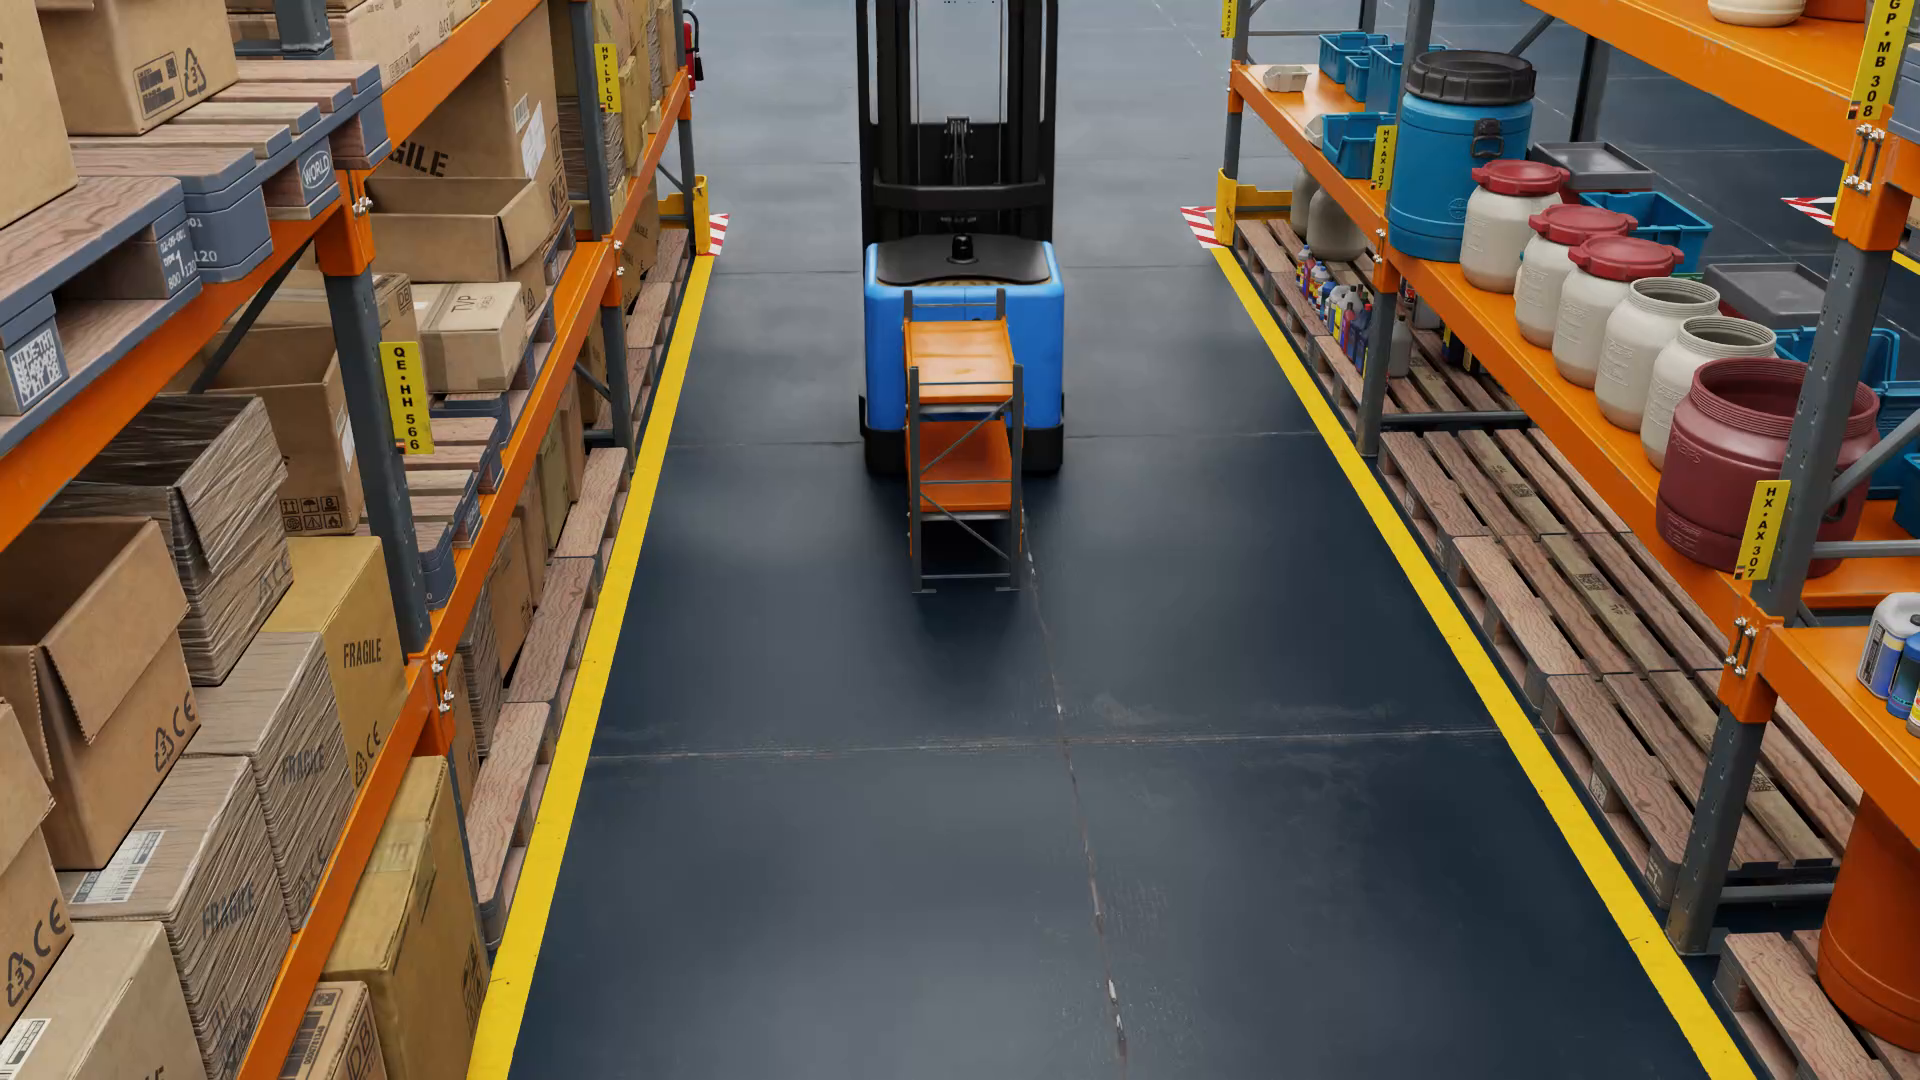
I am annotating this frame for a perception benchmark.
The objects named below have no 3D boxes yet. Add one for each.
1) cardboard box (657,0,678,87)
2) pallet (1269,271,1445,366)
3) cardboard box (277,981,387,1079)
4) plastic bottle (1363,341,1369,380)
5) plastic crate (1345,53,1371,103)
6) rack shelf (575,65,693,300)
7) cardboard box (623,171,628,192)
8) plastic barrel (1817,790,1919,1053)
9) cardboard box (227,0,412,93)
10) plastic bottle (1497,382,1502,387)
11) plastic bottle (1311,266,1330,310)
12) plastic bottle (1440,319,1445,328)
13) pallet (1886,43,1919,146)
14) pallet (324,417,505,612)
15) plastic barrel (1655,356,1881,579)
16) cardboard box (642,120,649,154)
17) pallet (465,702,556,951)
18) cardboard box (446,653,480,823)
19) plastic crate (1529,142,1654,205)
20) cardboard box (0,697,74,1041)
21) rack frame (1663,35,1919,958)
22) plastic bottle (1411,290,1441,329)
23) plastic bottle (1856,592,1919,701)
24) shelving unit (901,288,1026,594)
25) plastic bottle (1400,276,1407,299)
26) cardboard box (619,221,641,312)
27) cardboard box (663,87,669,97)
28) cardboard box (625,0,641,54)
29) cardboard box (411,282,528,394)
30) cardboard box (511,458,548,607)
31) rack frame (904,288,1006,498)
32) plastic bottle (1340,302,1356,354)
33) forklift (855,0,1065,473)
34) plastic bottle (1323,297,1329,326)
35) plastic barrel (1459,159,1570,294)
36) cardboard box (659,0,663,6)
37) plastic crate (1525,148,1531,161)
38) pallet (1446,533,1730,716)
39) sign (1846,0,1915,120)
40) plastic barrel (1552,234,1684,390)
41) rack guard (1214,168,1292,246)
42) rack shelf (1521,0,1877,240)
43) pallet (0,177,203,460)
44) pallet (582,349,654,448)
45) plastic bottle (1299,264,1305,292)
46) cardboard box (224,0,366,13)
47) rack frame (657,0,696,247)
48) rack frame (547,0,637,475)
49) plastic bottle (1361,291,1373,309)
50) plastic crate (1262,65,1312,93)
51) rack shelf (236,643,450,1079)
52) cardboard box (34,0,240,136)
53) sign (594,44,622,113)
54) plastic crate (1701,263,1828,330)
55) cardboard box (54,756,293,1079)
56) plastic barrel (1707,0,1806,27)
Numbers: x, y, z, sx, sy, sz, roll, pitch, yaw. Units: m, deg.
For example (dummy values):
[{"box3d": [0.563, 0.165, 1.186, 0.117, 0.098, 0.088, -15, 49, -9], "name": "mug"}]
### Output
[{"box3d": [-2.314, -3.239, 10.787, 0.875, 0.500, 0.500, -1, 28, -3], "name": "cardboard box"}, {"box3d": [2.634, -1.458, 10.816, 1.003, 0.211, 1.213, -1, 28, -3], "name": "pallet"}, {"box3d": [-1.989, 1.636, 3.714, 1.225, 0.875, 0.875, -1, 28, -2], "name": "cardboard box"}, {"box3d": [2.339, -1.023, 9.429, 0.061, 0.283, 0.133, 0, 28, 0], "name": "plastic bottle"}, {"box3d": [2.838, -3.075, 11.064, 0.499, 0.251, 0.408, -1, 28, -3], "name": "plastic crate"}, {"box3d": [-2.357, -2.303, 10.200, 1.077, 0.370, 4.000, -1, 28, -3], "name": "rack shelf"}, {"box3d": [-2.004, -1.924, 8.967, 0.380, 0.149, 0.250, -1, 28, -3], "name": "cardboard box"}, {"box3d": [2.945, 1.031, 4.923, 0.600, 0.830, 0.708, -1, 28, -3], "name": "plastic barrel"}, {"box3d": [-1.814, -1.338, 4.490, 0.500, 0.250, 0.500, -1, 28, -2], "name": "cardboard box"}, {"box3d": [3.110, -0.977, 9.430, 0.097, 0.201, 0.097, 0, 28, 0], "name": "plastic bottle"}, {"box3d": [2.292, -1.601, 10.551, 0.097, 0.271, 0.097, 0, 28, 0], "name": "plastic bottle"}, {"box3d": [3.034, -1.505, 10.281, 0.144, 0.351, 0.185, -2, 28, -3], "name": "plastic bottle"}, {"box3d": [2.845, -0.861, 3.619, 1.003, 0.211, 1.213, -1, 28, -3], "name": "pallet"}, {"box3d": [-2.187, -0.093, 5.392, 1.213, 0.211, 1.003, -1, 28, -3], "name": "pallet"}, {"box3d": [2.576, -0.238, 5.316, 0.600, 0.536, 0.708, -1, 28, -3], "name": "plastic barrel"}, {"box3d": [-2.055, -2.386, 9.853, 0.380, 0.149, 0.250, -1, 28, -3], "name": "cardboard box"}, {"box3d": [-2.083, 1.024, 6.058, 1.003, 0.211, 1.213, -1, 28, -3], "name": "pallet"}, {"box3d": [-2.098, 0.753, 5.790, 0.700, 0.500, 0.500, -3, 28, -5], "name": "cardboard box"}, {"box3d": [3.025, -1.630, 8.063, 0.402, 0.464, 0.583, -1, 28, -3], "name": "plastic crate"}, {"box3d": [-1.948, 0.608, 2.647, 0.797, 0.503, 0.637, -1, 28, -1], "name": "cardboard box"}, {"box3d": [2.903, 0.029, 4.950, 1.000, 3.000, 0.127, -1, 28, -3], "name": "rack frame"}, {"box3d": [2.888, -1.457, 10.269, 0.152, 0.276, 0.135, -1, 28, -3], "name": "plastic bottle"}, {"box3d": [2.603, 0.292, 4.581, 0.152, 0.276, 0.135, -1, 28, -3], "name": "plastic bottle"}, {"box3d": [0.000, -0.496, 7.984, 0.538, 1.125, 1.048, -1, 28, -3], "name": "shelving unit"}, {"box3d": [2.898, -1.699, 10.725, 0.061, 0.283, 0.133, -1, 28, -3], "name": "plastic bottle"}, {"box3d": [-2.366, -1.770, 10.649, 0.500, 0.500, 0.500, 1, 28, 2], "name": "cardboard box"}, {"box3d": [-2.163, -3.078, 11.180, 0.380, 0.149, 0.250, -1, 28, -3], "name": "cardboard box"}, {"box3d": [-2.075, -2.994, 9.235, 0.500, 0.500, 0.500, -1, 28, -3], "name": "cardboard box"}, {"box3d": [-1.901, -0.750, 6.153, 0.500, 0.250, 0.500, -2, 28, -4], "name": "cardboard box"}, {"box3d": [-2.206, -0.022, 7.276, 0.700, 0.500, 0.500, -4, 28, -7], "name": "cardboard box"}, {"box3d": [-0.026, -0.730, 8.434, 0.500, 1.125, 0.032, -1, 28, -3], "name": "rack frame"}, {"box3d": [2.312, -1.262, 9.888, 0.061, 0.283, 0.133, 0, 28, 1], "name": "plastic bottle"}, {"box3d": [-0.026, -2.296, 9.483, 1.130, 2.935, 3.031, -1, 28, -2], "name": "forklift"}, {"box3d": [2.308, -1.430, 10.298, 0.097, 0.201, 0.097, 0, 28, 0], "name": "plastic bottle"}, {"box3d": [2.525, -1.431, 7.604, 0.433, 0.535, 0.433, 0, 28, 0], "name": "plastic barrel"}, {"box3d": [-2.154, -3.686, 10.564, 0.500, 0.500, 0.500, -1, 28, -3], "name": "cardboard box"}, {"box3d": [2.794, -2.035, 8.976, 0.767, 0.338, 0.504, -1, 28, -3], "name": "plastic crate"}, {"box3d": [2.840, 0.345, 7.361, 1.003, 0.211, 1.213, -1, 28, -3], "name": "pallet"}, {"box3d": [2.354, -1.238, 4.249, 0.100, 0.325, 0.005, -1, 28, -3], "name": "sign"}, {"box3d": [2.586, -0.893, 6.571, 0.433, 0.535, 0.433, 0, 28, 0], "name": "plastic barrel"}, {"box3d": [2.536, -2.523, 12.547, 1.175, 0.500, 0.348, -1, 28, -3], "name": "rack guard"}, {"box3d": [2.798, -1.905, 6.194, 1.077, 0.370, 4.000, -1, 28, -3], "name": "rack shelf"}, {"box3d": [-1.895, -0.285, 2.513, 1.003, 0.211, 1.213, 0, 28, 0], "name": "pallet"}, {"box3d": [-2.323, -0.771, 9.501, 1.003, 0.211, 1.213, -1, 28, -3], "name": "pallet"}, {"box3d": [2.274, -1.727, 10.868, 0.097, 0.201, 0.097, 0, 28, 0], "name": "plastic bottle"}, {"box3d": [-1.811, -1.670, 4.317, 0.500, 0.500, 0.500, -1, 28, -2], "name": "cardboard box"}, {"box3d": [-2.461, -3.546, 11.805, 1.000, 3.000, 0.127, -1, 28, -3], "name": "rack frame"}, {"box3d": [-2.252, -1.698, 8.263, 1.000, 3.000, 0.127, -1, 28, -3], "name": "rack frame"}, {"box3d": [2.447, -1.351, 10.059, 0.061, 0.283, 0.133, -1, 28, -3], "name": "plastic bottle"}, {"box3d": [2.211, -3.127, 11.288, 0.298, 0.136, 0.250, -1, 28, -3], "name": "plastic crate"}, {"box3d": [-1.939, 1.391, 3.117, 1.077, 0.370, 4.000, -1, 28, -3], "name": "rack shelf"}, {"box3d": [-1.940, -1.133, 3.370, 0.797, 0.503, 0.637, 0, 28, 0], "name": "cardboard box"}, {"box3d": [-1.698, -2.227, 8.024, 0.100, 0.325, 0.005, -1, 28, -3], "name": "sign"}, {"box3d": [3.124, -0.753, 6.381, 0.402, 0.464, 0.583, -1, 28, -3], "name": "plastic crate"}, {"box3d": [-1.720, 0.796, 3.371, 0.500, 0.500, 0.500, -2, 28, -4], "name": "cardboard box"}, {"box3d": [2.603, -1.821, 5.404, 0.301, 0.262, 0.301, 0, 28, 0], "name": "plastic barrel"}]
